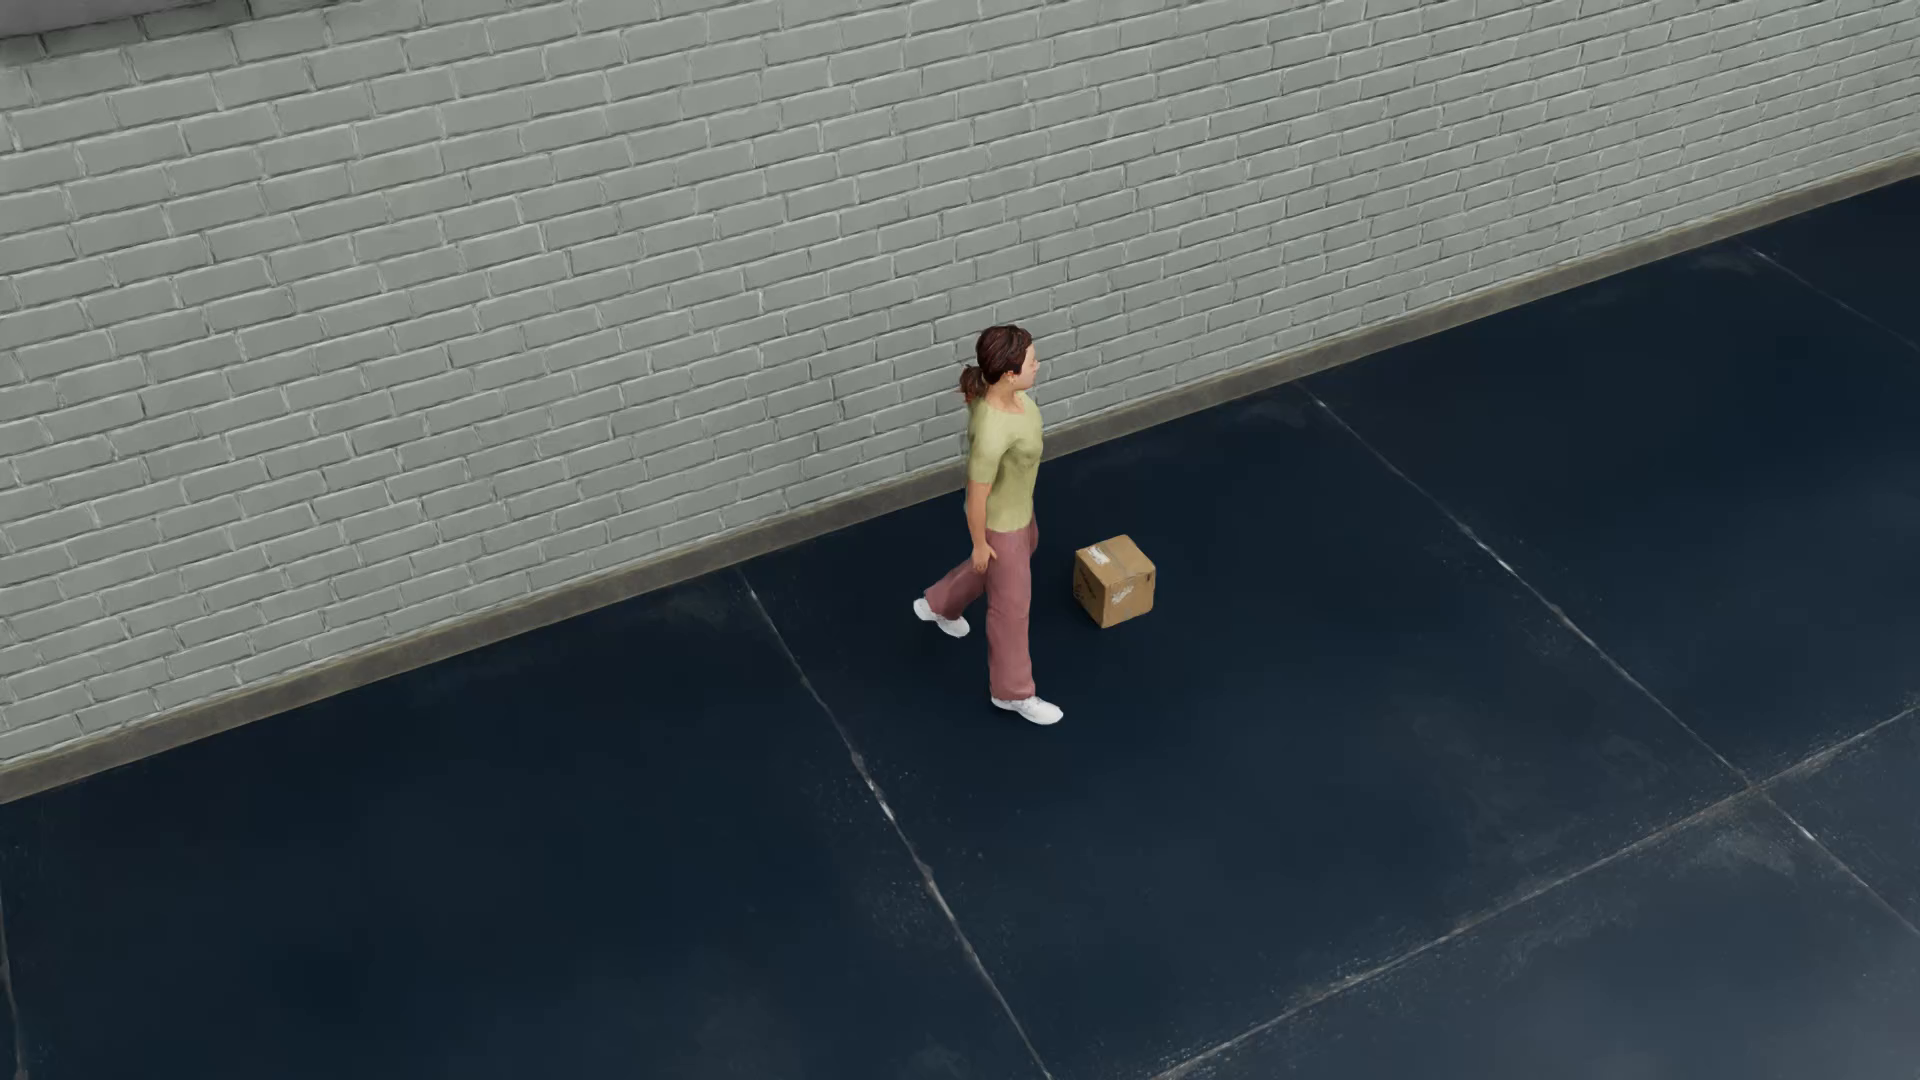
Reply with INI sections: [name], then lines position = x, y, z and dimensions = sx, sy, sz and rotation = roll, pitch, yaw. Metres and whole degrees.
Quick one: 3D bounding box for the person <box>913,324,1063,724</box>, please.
[person]
position = 0.109, -0.085, 6.234
dimensions = 0.597, 1.665, 0.601
rotation = 0, 41, 0
